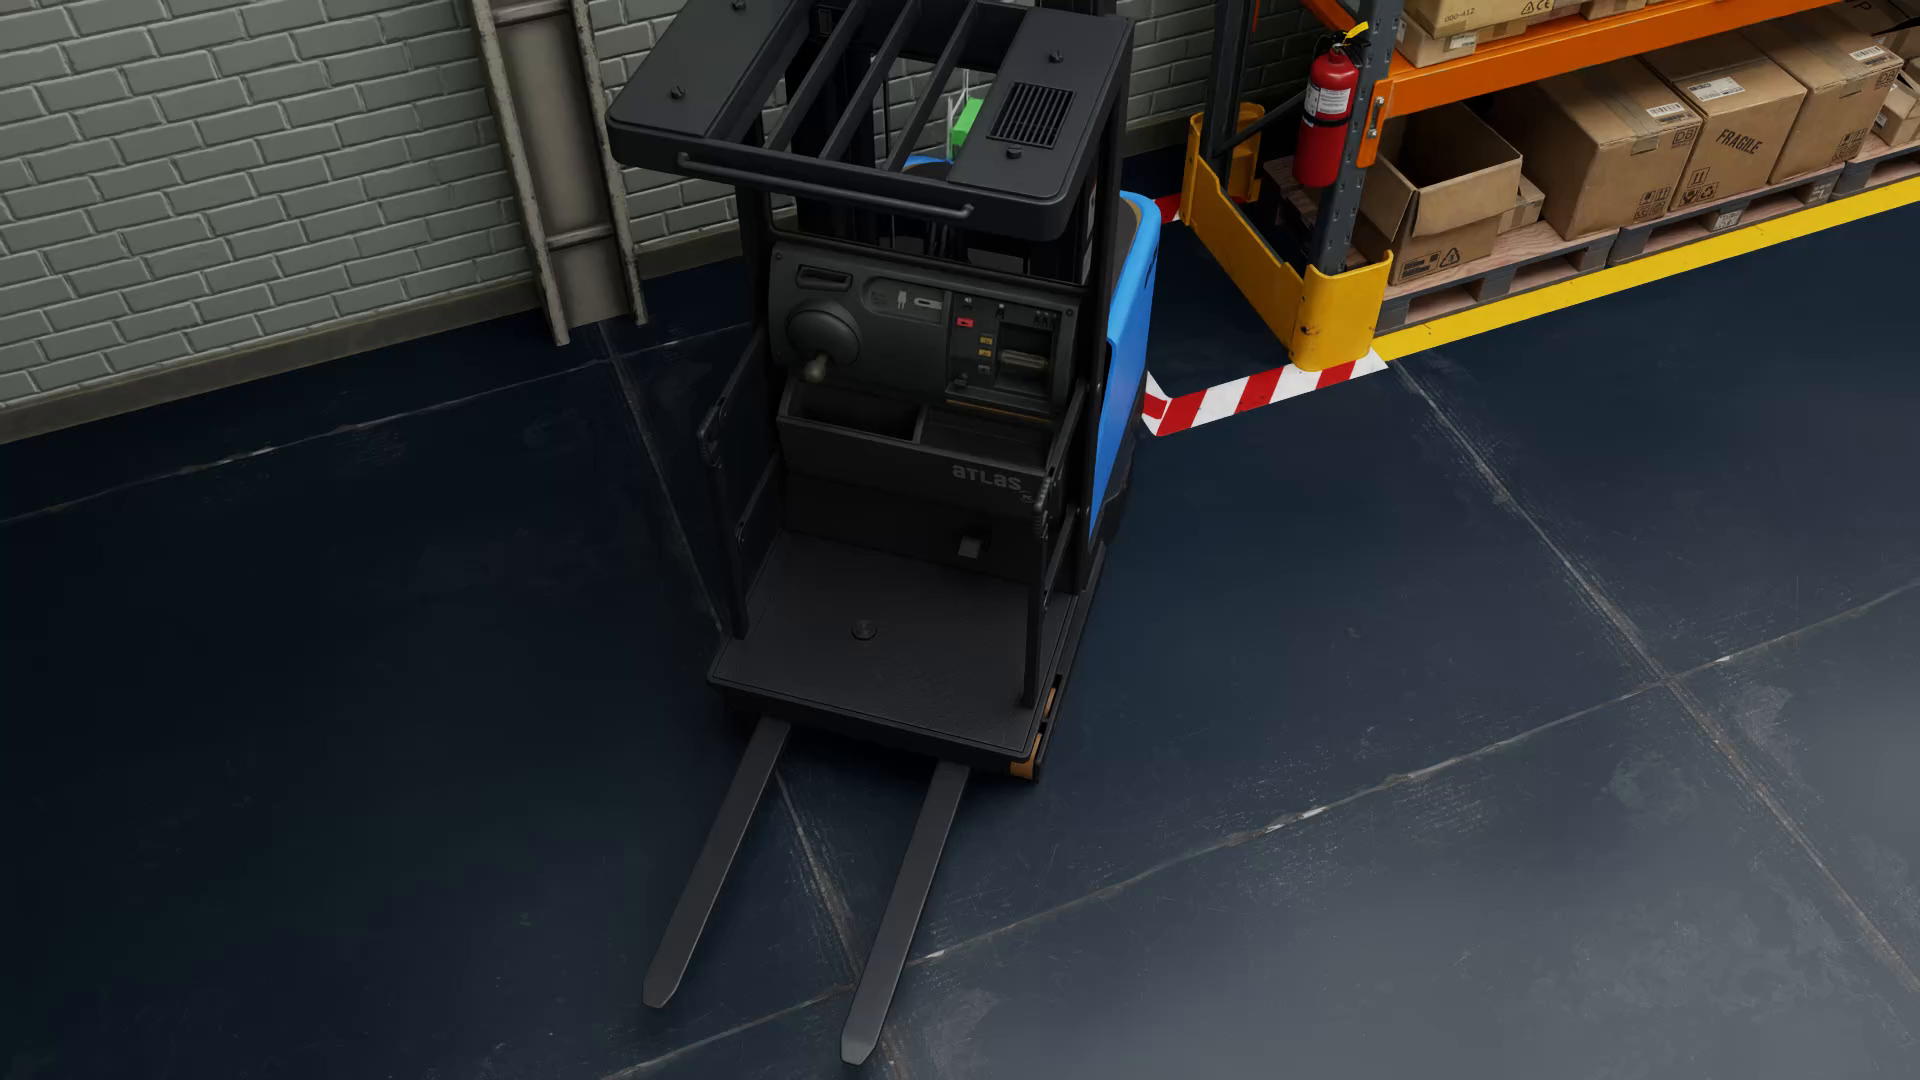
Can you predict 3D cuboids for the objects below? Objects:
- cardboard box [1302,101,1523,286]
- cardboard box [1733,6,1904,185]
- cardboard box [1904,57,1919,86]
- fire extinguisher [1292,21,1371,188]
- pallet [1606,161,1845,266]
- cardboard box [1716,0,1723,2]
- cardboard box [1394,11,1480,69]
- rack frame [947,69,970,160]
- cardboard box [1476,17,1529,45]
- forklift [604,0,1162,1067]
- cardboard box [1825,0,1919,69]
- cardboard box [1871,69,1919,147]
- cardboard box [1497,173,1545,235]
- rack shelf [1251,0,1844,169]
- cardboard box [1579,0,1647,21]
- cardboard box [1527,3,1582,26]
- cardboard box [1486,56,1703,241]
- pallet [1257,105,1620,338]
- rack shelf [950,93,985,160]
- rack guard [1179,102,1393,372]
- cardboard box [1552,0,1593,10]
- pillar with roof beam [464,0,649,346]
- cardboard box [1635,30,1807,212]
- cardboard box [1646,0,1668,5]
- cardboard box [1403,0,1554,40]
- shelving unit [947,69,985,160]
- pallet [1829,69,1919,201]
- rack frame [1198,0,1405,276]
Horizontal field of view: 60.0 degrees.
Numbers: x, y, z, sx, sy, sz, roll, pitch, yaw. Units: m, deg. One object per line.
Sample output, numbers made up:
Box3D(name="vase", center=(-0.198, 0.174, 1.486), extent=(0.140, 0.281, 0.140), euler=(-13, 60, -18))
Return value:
Box3D(name="cardboard box", center=(1.880, -1.523, 6.950), extent=(0.637, 0.503, 0.797), euler=(-19, 52, -16))
Box3D(name="cardboard box", center=(3.647, -2.038, 7.394), extent=(0.500, 0.500, 0.700), euler=(-19, 52, -16))
Box3D(name="cardboard box", center=(4.576, -2.080, 7.662), extent=(0.250, 0.149, 0.380), euler=(-19, 52, -15))
Box3D(name="fire extinguisher", center=(1.316, -1.577, 5.924), extent=(0.183, 0.674, 0.296), euler=(-17, 52, -14))
Box3D(name="pallet", center=(3.214, -1.780, 7.640), extent=(1.213, 0.211, 1.003), euler=(-17, 52, -14))
Box3D(name="cardboard box", center=(2.897, -2.245, 6.367), extent=(0.250, 0.149, 0.380), euler=(-19, 52, -15))
Box3D(name="cardboard box", center=(1.686, -1.911, 6.079), extent=(0.250, 0.149, 0.380), euler=(-18, 52, -15))
Box3D(name="rack frame", center=(-0.017, -1.255, 6.524), extent=(0.015, 1.200, 0.240), euler=(12, 46, 10))
Box3D(name="cardboard box", center=(1.904, -2.016, 6.170), extent=(0.250, 0.149, 0.380), euler=(-16, 51, -13))
Box3D(name="forklift", center=(-0.176, -0.500, 4.748), extent=(1.130, 2.935, 3.031), euler=(13, 51, 11))
Box3D(name="cardboard box", center=(4.280, -2.475, 7.894), extent=(0.500, 0.311, 0.500), euler=(-16, 51, -13))
Box3D(name="cardboard box", center=(4.246, -2.016, 7.529), extent=(0.258, 0.266, 0.396), euler=(-16, 51, -13))
Box3D(name="cardboard box", center=(2.288, -1.502, 7.165), extent=(0.250, 0.149, 0.380), euler=(-19, 52, -16))
Box3D(name="rack shelf", center=(3.129, -2.430, 6.834), extent=(4.000, 0.370, 1.077), euler=(-17, 52, -14))
Box3D(name="cardboard box", center=(2.391, -2.145, 6.281), extent=(0.250, 0.149, 0.380), euler=(-16, 51, -13))
Box3D(name="cardboard box", center=(2.134, -2.116, 6.255), extent=(0.250, 0.149, 0.380), euler=(-18, 52, -15))
Box3D(name="cardboard box", center=(2.686, -1.740, 7.138), extent=(0.500, 0.500, 0.700), euler=(-15, 51, -13))
Box3D(name="pallet", center=(2.086, -1.433, 7.342), extent=(1.213, 0.211, 1.003), euler=(-17, 52, -14))
Box3D(name="rack shelf", center=(0.227, -1.498, 6.187), extent=(0.480, 0.148, 0.258), euler=(12, 46, 10))
Box3D(name="rack guard", center=(1.348, -1.298, 7.035), extent=(0.348, 0.500, 1.175), euler=(-17, 52, -14))
Box3D(name="cardboard box", center=(2.266, -2.225, 6.086), extent=(0.500, 0.250, 0.500), euler=(-17, 51, -14))
Box3D(name="pillar with roof beam", center=(0.069, -0.881, 1.075), extent=(0.400, 9.000, 9.100), euler=(-17, 52, -14))
Box3D(name="cardboard box", center=(3.213, -1.821, 7.208), extent=(0.500, 0.500, 0.500), euler=(-16, 51, -14))
Box3D(name="cardboard box", center=(2.635, -2.225, 6.350), extent=(0.250, 0.149, 0.380), euler=(-16, 51, -14))
Box3D(name="cardboard box", center=(1.800, -2.080, 5.962), extent=(0.500, 0.250, 0.500), euler=(-17, 51, -14))
Box3D(name="shelving unit", center=(0.218, -1.204, 6.481), extent=(0.503, 1.200, 0.258), euler=(12, 46, 10))
Box3D(name="pallet", center=(4.345, -2.133, 7.943), extent=(1.213, 0.211, 1.003), euler=(-17, 52, -14))
Box3D(name="rack frame", center=(1.278, -2.091, 6.068), extent=(0.127, 3.000, 1.000), euler=(-17, 52, -14))
